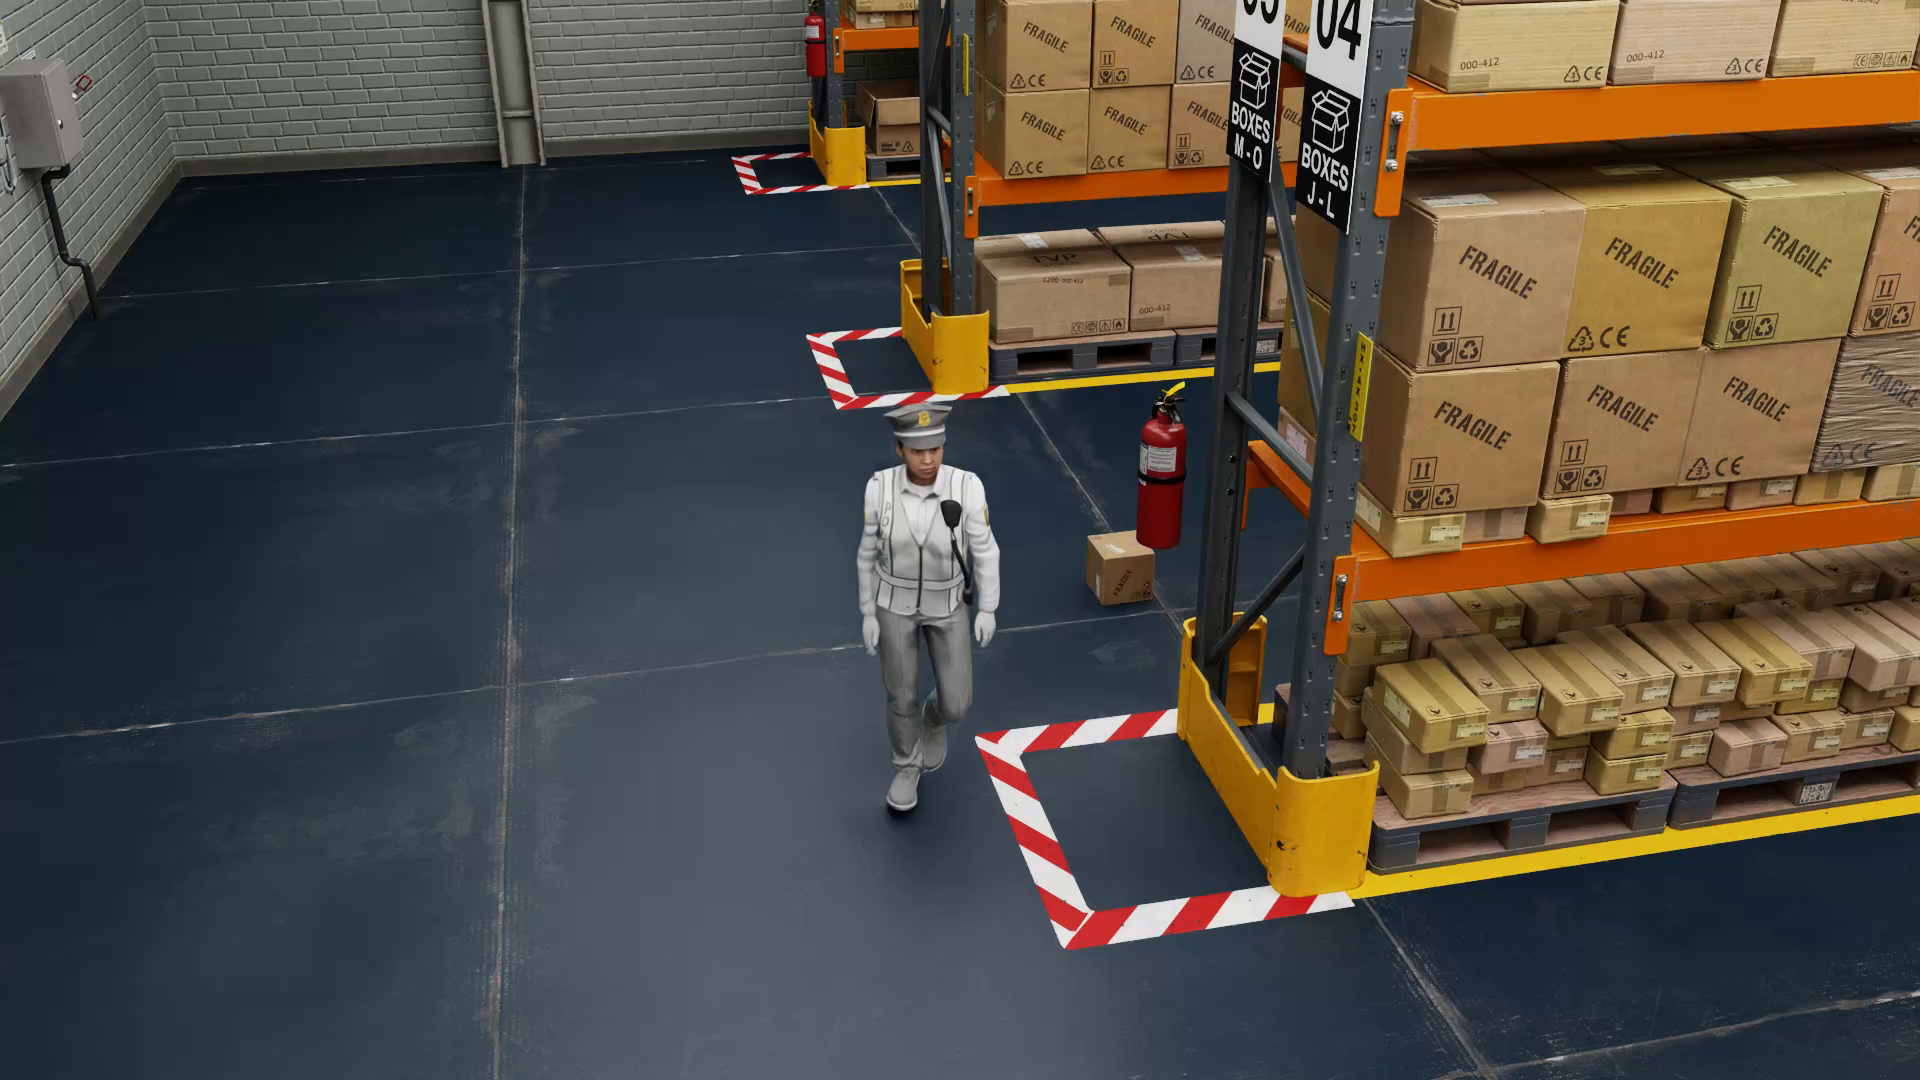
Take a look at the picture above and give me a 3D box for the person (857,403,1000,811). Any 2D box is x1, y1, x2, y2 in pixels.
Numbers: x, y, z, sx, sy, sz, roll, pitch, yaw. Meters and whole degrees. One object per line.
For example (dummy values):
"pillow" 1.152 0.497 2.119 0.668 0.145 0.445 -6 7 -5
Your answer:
"person" -0.115 0.216 6.139 0.518 1.660 0.497 0 27 0
